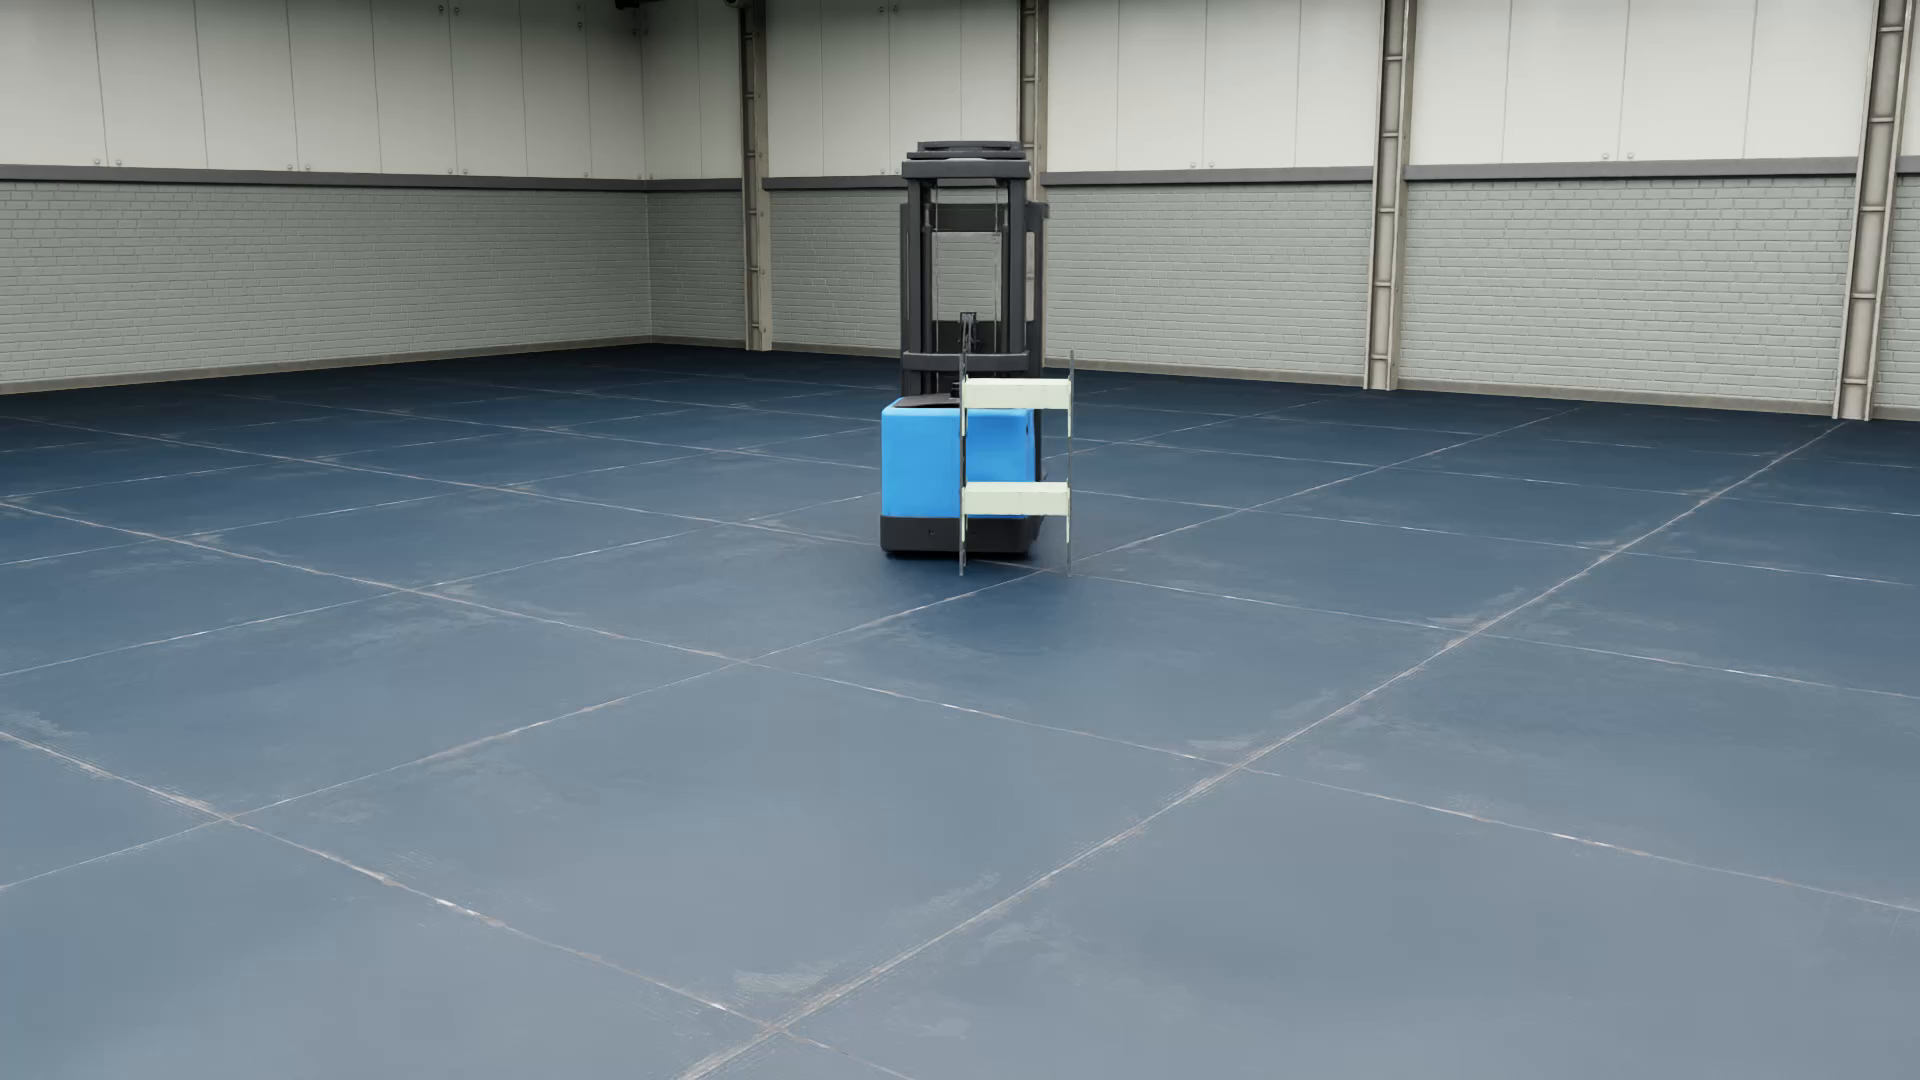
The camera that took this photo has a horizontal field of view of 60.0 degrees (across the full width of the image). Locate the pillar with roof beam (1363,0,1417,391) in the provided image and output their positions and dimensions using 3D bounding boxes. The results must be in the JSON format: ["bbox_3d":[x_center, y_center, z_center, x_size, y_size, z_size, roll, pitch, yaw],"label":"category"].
[{"bbox_3d":[3.430,-5.908,19.376,0.400,9.000,9.100,8,13,36],"label":"pillar with roof beam"}]

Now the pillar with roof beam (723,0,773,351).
[{"bbox_3d":[-6.242,-7.257,26.350,0.548,9.000,9.100,8,13,36],"label":"pillar with roof beam"}]

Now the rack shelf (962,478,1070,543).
[{"bbox_3d":[0.385,-0.206,11.363,0.720,0.370,0.431,1,11,3],"label":"rack shelf"}]

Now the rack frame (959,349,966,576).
[{"bbox_3d":[0.019,-0.530,11.321,0.023,1.500,0.400,1,11,3],"label":"rack frame"}]

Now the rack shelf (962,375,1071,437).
[{"bbox_3d":[0.385,-0.909,11.227,0.720,0.370,0.431,1,11,3],"label":"rack shelf"}]

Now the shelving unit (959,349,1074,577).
[{"bbox_3d":[0.385,-0.526,11.301,0.755,1.500,0.431,1,11,3],"label":"shelving unit"}]

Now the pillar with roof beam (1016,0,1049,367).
[{"bbox_3d":[-1.406,-6.583,22.863,0.400,9.000,9.100,8,13,36],"label":"pillar with roof beam"}]

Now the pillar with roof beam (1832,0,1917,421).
[{"bbox_3d":[8.266,-5.233,15.889,0.400,9.000,9.100,8,13,36],"label":"pillar with roof beam"}]

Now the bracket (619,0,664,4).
[{"bbox_3d":[-5.672,-9.876,30.409,3.189,0.066,0.076,8,13,36],"label":"bracket"}]

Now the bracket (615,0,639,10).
[{"bbox_3d":[-6.148,-9.942,30.752,0.430,0.232,0.235,8,13,36],"label":"bracket"}]

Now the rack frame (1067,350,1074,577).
[{"bbox_3d":[0.750,-0.522,11.280,0.023,1.500,0.400,1,11,3],"label":"rack frame"}]

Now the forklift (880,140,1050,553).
[{"bbox_3d":[0.118,-1.574,12.947,1.130,2.935,3.031,1,11,6],"label":"forklift"}]
